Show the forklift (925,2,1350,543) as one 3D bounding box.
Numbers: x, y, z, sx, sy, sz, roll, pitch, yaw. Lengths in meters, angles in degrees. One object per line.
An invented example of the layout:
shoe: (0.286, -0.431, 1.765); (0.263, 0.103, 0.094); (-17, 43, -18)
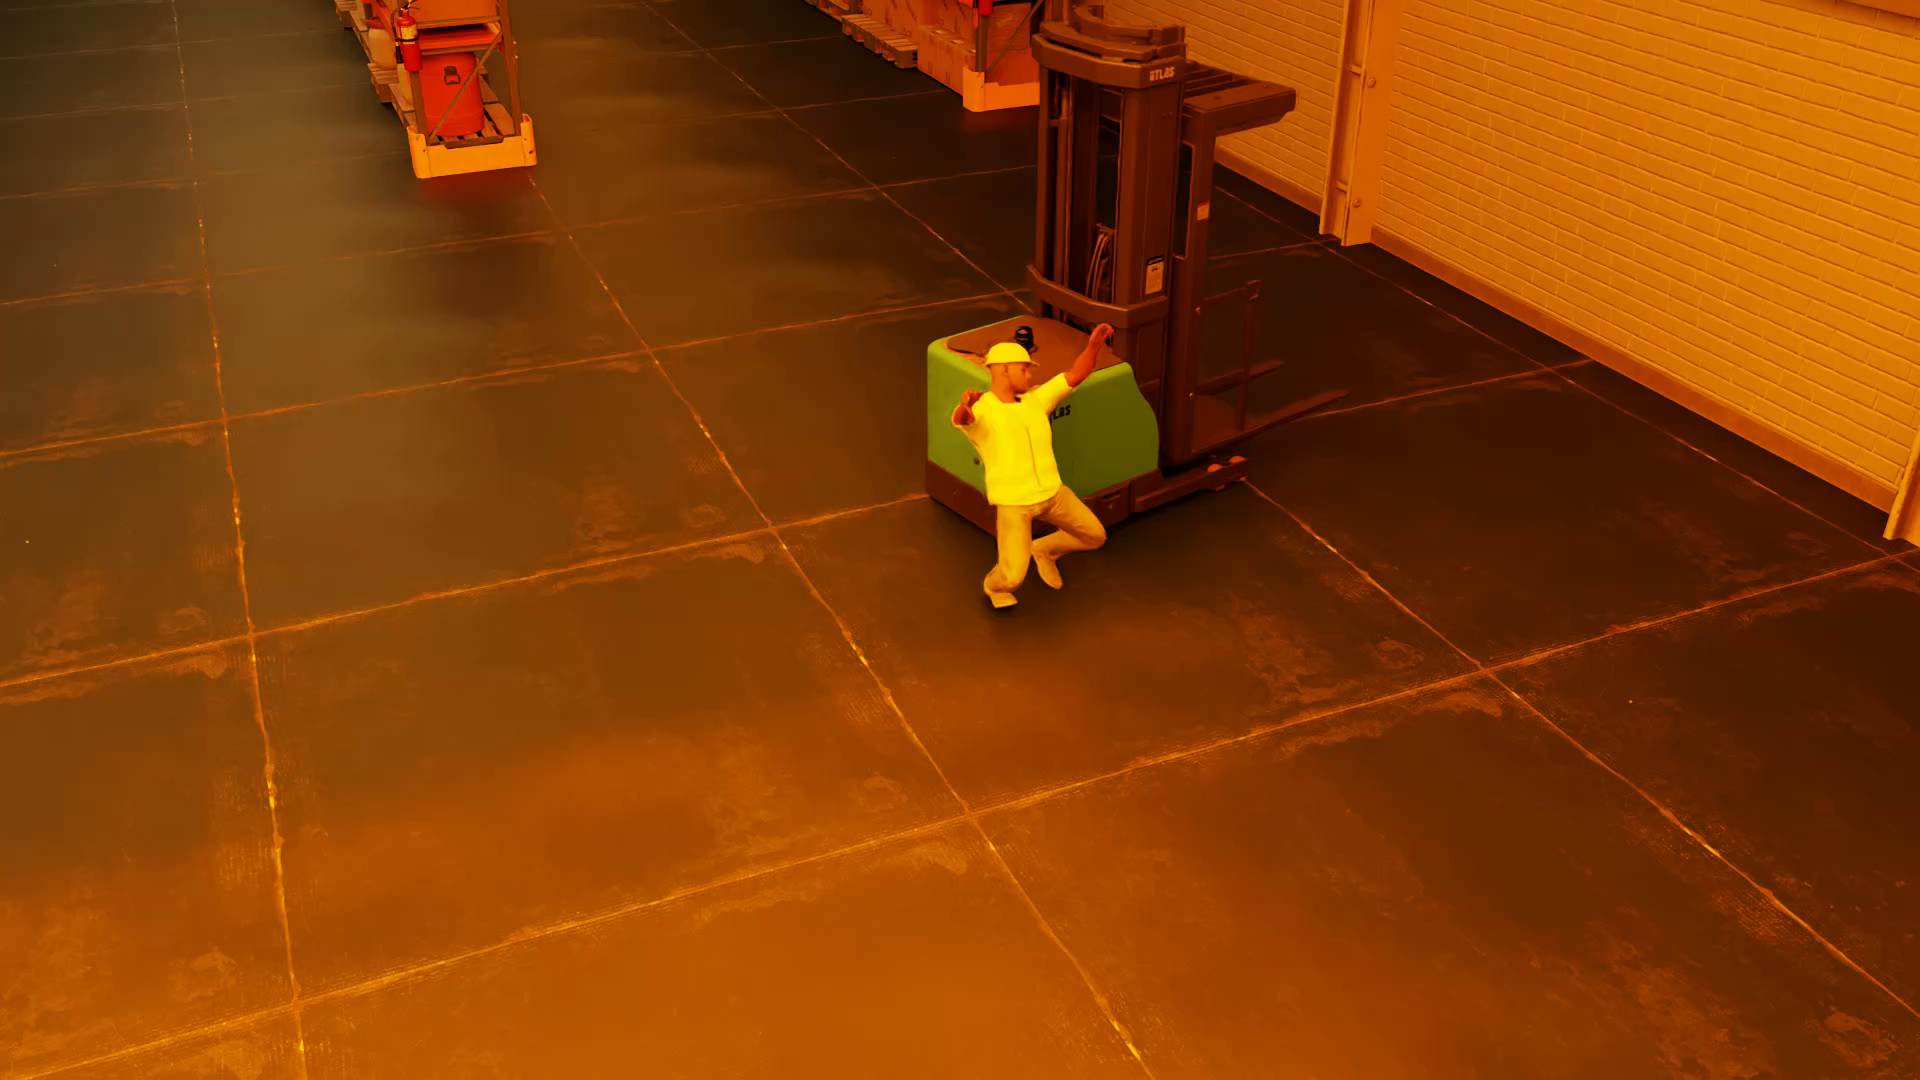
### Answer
forklift: (1.268, -1.778, 10.230); (3.031, 2.935, 1.130); (-20, 36, -31)

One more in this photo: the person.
person: (0.291, -0.370, 9.053); (1.042, 1.644, 0.741); (-19, 35, -30)
